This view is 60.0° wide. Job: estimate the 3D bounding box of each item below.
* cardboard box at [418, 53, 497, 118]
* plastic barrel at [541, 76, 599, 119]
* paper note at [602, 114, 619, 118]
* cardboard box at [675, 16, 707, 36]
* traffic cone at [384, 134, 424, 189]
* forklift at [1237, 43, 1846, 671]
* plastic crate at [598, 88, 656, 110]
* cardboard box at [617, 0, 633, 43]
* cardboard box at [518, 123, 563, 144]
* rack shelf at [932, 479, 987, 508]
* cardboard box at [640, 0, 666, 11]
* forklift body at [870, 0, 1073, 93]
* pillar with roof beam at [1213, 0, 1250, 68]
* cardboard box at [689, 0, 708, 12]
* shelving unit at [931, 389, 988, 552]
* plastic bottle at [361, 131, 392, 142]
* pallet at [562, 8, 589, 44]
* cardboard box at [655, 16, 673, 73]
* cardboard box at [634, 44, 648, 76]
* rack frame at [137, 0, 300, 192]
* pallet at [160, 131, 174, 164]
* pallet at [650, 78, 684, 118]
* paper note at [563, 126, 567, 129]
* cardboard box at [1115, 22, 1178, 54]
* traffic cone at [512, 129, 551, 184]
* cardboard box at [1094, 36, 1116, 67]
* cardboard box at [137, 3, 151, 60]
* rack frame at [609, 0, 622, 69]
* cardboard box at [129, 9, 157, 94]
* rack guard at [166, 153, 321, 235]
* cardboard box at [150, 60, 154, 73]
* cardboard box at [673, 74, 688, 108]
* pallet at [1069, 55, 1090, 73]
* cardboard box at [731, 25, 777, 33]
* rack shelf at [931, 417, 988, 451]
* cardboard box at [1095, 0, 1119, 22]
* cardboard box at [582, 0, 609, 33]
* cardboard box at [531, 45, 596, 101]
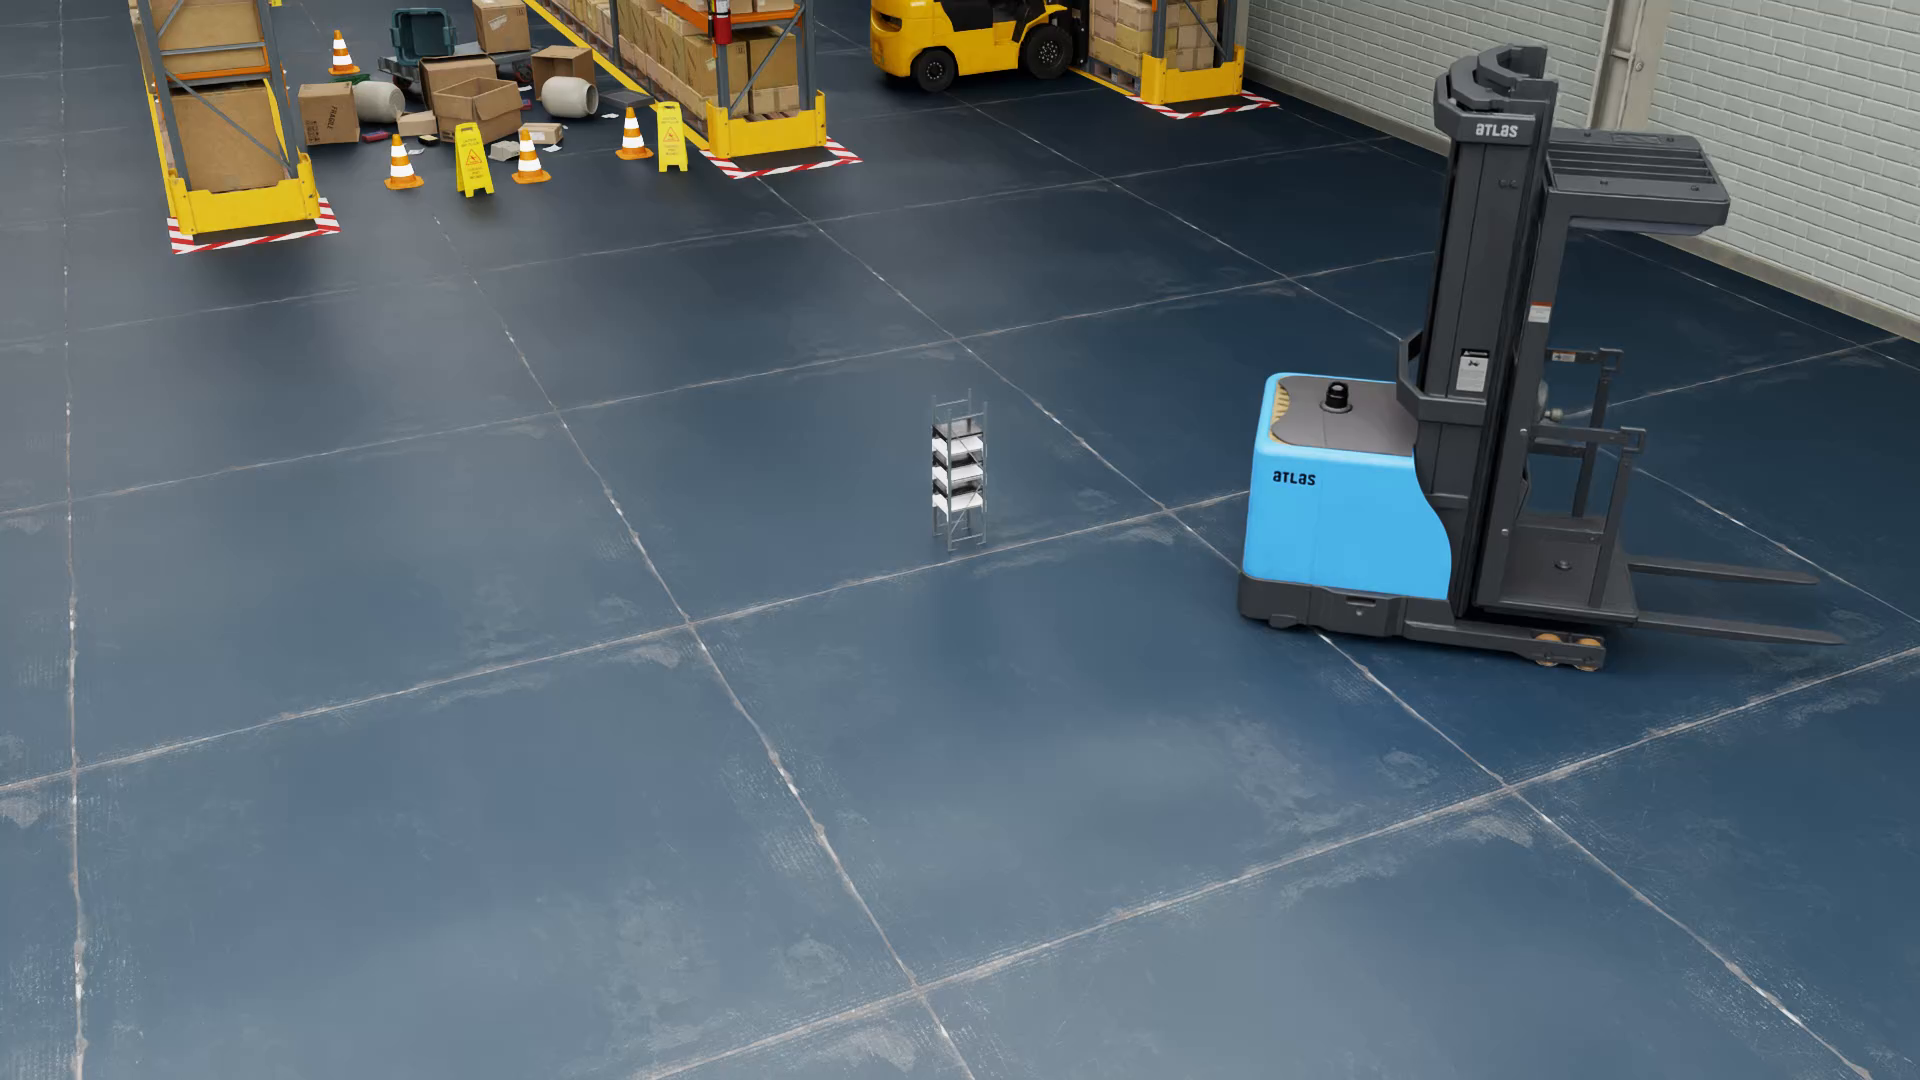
[{"bbox_3d":[-5.354,-4.873,17.788,0.797,0.637,0.503,-13,32,-22],"label":"cardboard box"},{"bbox_3d":[-4.159,-4.718,17.731,0.512,0.421,0.421,7,30,13],"label":"plastic barrel"},{"bbox_3d":[-3.750,-4.558,17.847,0.148,0.019,0.142,26,38,38],"label":"paper note"},{"bbox_3d":[-2.702,-5.289,17.066,0.380,0.149,0.250,-12,31,-21],"label":"cardboard box"},{"bbox_3d":[-5.277,-3.590,15.679,0.336,0.463,0.334,-13,32,-22],"label":"traffic cone"},{"bbox_3d":[3.063,-0.891,8.343,3.031,2.935,1.130,7,30,11],"label":"forklift"},{"bbox_3d":[-3.688,-4.875,18.362,0.583,0.080,0.402,26,38,38],"label":"plastic crate"},{"bbox_3d":[-3.612,-6.008,19.013,0.500,0.500,0.500,-12,31,-20],"label":"cardboard box"},{"bbox_3d":[-4.291,-4.159,17.014,0.380,0.149,0.250,2,29,4],"label":"cardboard box"},{"bbox_3d":[-0.003,-0.289,9.597,0.258,0.077,0.200,-13,32,-22],"label":"rack shelf"},{"bbox_3d":[-3.272,-5.878,18.118,0.380,0.149,0.250,-11,31,-19],"label":"cardboard box"},{"bbox_3d":[0.115,-6.376,18.921,2.313,2.155,1.214,-13,32,-22],"label":"forklift body"},{"bbox_3d":[-0.796,-8.501,15.709,9.100,9.000,0.400,-13,32,-22],"label":"pillar with roof beam"},{"bbox_3d":[-2.467,-5.347,16.475,0.380,0.149,0.250,-13,32,-23],"label":"cardboard box"},{"bbox_3d":[-0.003,-0.396,9.536,0.258,0.900,0.210,-13,32,-22],"label":"shelving unit"},{"bbox_3d":[-5.991,-4.152,17.092,0.133,0.061,0.283,26,38,38],"label":"plastic bottle"},{"bbox_3d":[-4.485,-6.681,21.449,1.003,0.211,1.213,-13,32,-22],"label":"pallet"},{"bbox_3d":[-2.921,-5.312,17.771,0.500,0.500,0.500,-14,32,-23],"label":"cardboard box"},{"bbox_3d":[-3.373,-5.447,18.780,0.500,0.250,0.500,-11,31,-19],"label":"cardboard box"},{"bbox_3d":[-6.332,-4.163,14.108,1.000,3.000,0.127,-13,32,-22],"label":"rack frame"},{"bbox_3d":[-7.266,-3.822,16.350,1.003,0.211,1.213,-13,32,-22],"label":"pallet"},{"bbox_3d":[-2.774,-4.969,18.396,1.003,0.211,1.213,-13,32,-22],"label":"pallet"},{"bbox_3d":[-4.152,-4.342,17.482,0.032,0.001,0.123,-13,32,-22],"label":"paper note"},{"bbox_3d":[2.086,-5.643,18.617,0.500,0.250,0.500,-14,32,-23],"label":"cardboard box"},{"bbox_3d":[-4.111,-3.677,15.834,0.336,0.463,0.334,-13,32,-22],"label":"traffic cone"},{"bbox_3d":[1.885,-5.638,19.120,0.500,0.250,0.500,-13,32,-22],"label":"cardboard box"},{"bbox_3d":[-6.788,-4.622,14.772,0.875,0.550,0.550,-13,32,-22],"label":"cardboard box"},{"bbox_3d":[-3.622,-7.014,19.192,1.000,3.000,0.127,-13,32,-22],"label":"rack frame"},{"bbox_3d":[-8.397,-5.388,18.162,1.050,0.750,0.750,-13,32,-22],"label":"cardboard box"},{"bbox_3d":[-6.322,-3.063,14.700,1.175,0.500,0.348,-13,32,-22],"label":"rack guard"},{"bbox_3d":[-7.062,-4.094,15.727,0.875,0.875,0.875,-14,32,-23],"label":"cardboard box"},{"bbox_3d":[-2.710,-4.762,17.558,0.500,0.250,0.500,-13,32,-22],"label":"cardboard box"},{"bbox_3d":[1.691,-5.942,20.131,1.003,0.211,1.213,-13,32,-22],"label":"pallet"},{"bbox_3d":[-2.240,-5.213,17.595,0.500,0.500,0.500,-14,32,-24],"label":"cardboard box"},{"bbox_3d":[-0.003,-0.603,9.421,0.258,0.077,0.200,-13,32,-22],"label":"rack shelf"},{"bbox_3d":[1.873,-6.074,18.874,0.500,0.250,0.500,-12,32,-21],"label":"cardboard box"},{"bbox_3d":[-4.161,-6.599,20.709,0.950,0.372,0.625,-11,31,-19],"label":"cardboard box"},{"bbox_3d":[-4.391,-5.166,18.449,0.500,0.500,0.500,7,30,13],"label":"cardboard box"}]
